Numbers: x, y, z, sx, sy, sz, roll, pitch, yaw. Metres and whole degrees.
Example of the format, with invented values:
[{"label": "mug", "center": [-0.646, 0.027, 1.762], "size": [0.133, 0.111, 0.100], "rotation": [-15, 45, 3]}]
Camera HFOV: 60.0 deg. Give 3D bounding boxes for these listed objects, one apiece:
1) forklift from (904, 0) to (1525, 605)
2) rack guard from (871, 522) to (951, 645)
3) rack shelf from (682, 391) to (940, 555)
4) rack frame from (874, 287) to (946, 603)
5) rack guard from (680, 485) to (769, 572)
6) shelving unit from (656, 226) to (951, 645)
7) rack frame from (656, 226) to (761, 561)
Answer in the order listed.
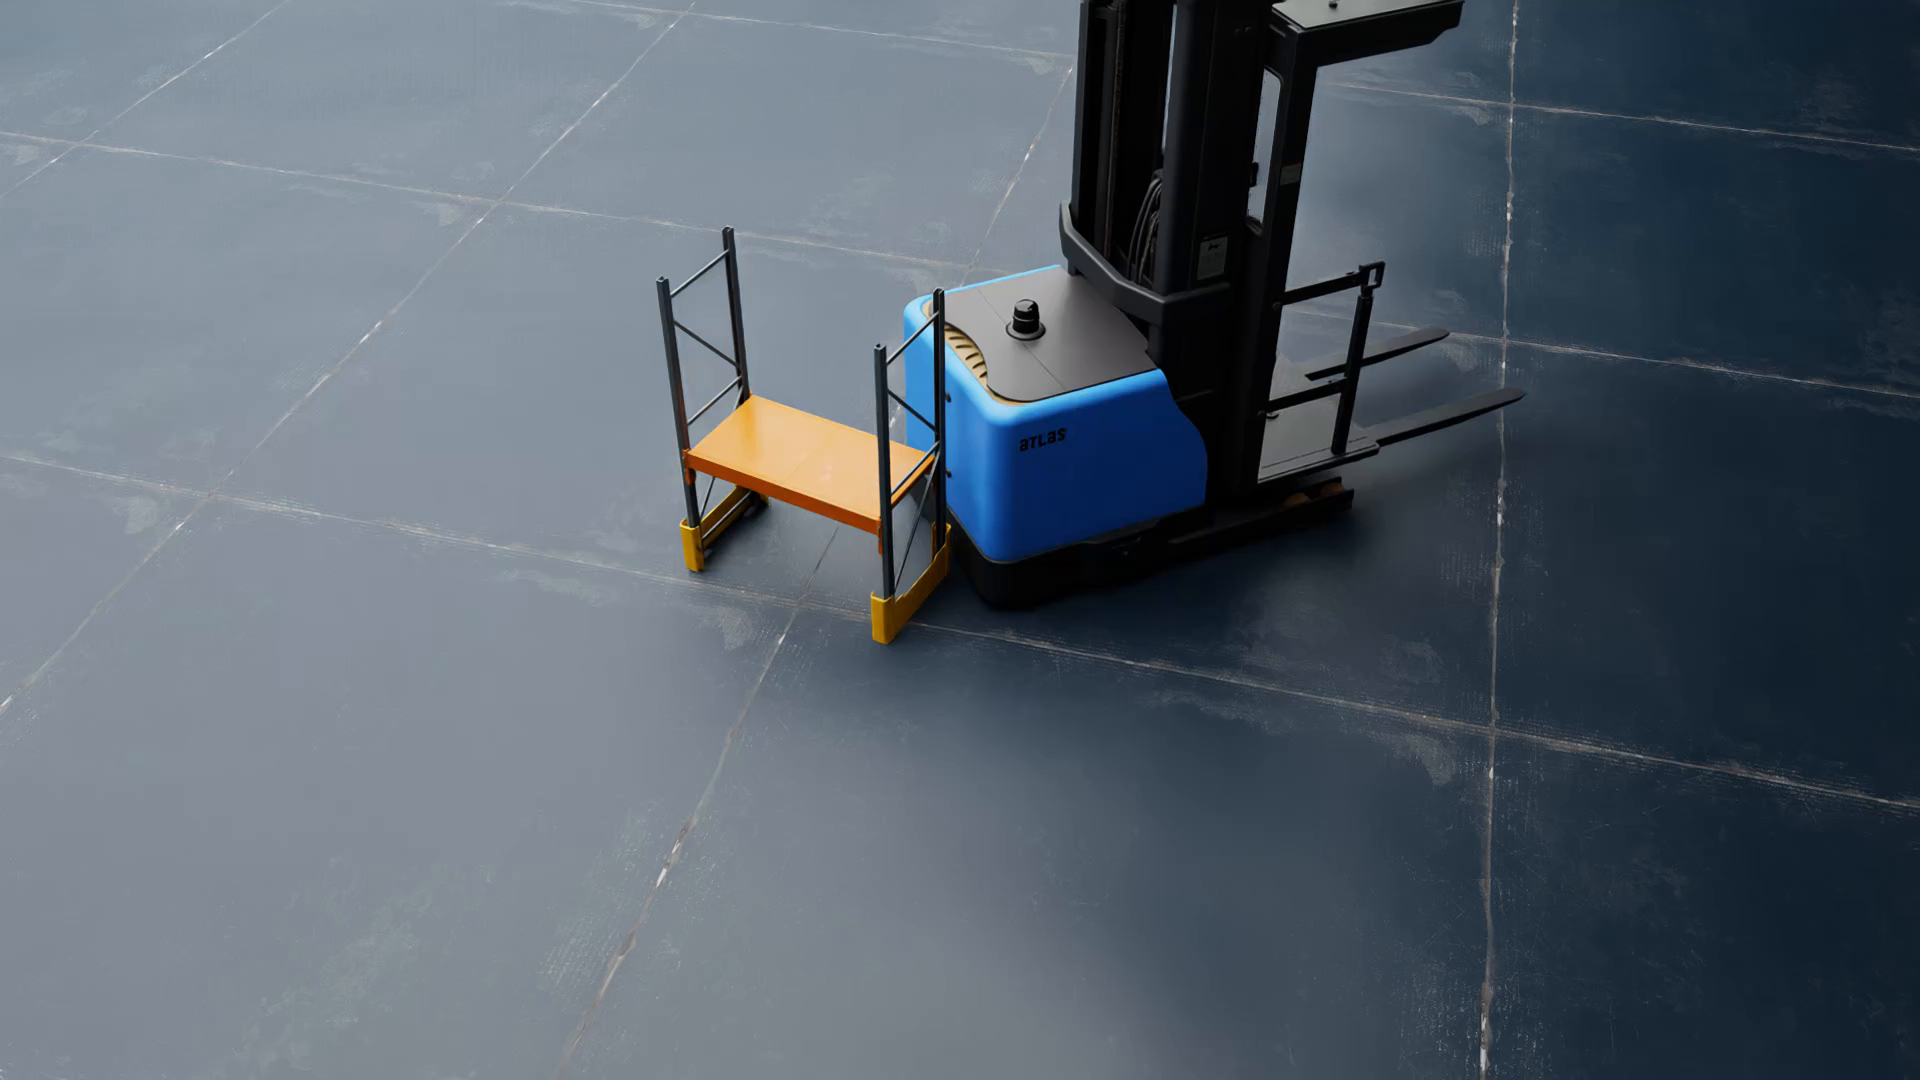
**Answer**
[{"label": "forklift", "center": [1.298, -1.470, 7.221], "size": [3.031, 2.935, 1.130], "rotation": [-16, 43, -18]}, {"label": "rack guard", "center": [-0.211, 0.184, 7.337], "size": [0.087, 0.250, 0.587], "rotation": [19, 44, 22]}, {"label": "rack shelf", "center": [-0.639, -0.308, 7.230], "size": [1.000, 0.185, 0.538], "rotation": [19, 44, 22]}, {"label": "rack frame", "center": [-0.194, -0.289, 6.927], "size": [0.032, 1.500, 0.500], "rotation": [19, 44, 22]}, {"label": "rack guard", "center": [-1.084, -0.124, 7.704], "size": [0.087, 0.250, 0.587], "rotation": [19, 44, 22]}, {"label": "shelving unit", "center": [-0.647, -0.449, 7.118], "size": [1.083, 1.500, 0.587], "rotation": [19, 44, 22]}, {"label": "rack frame", "center": [-1.085, -0.603, 7.302], "size": [0.032, 1.500, 0.500], "rotation": [19, 44, 22]}]
